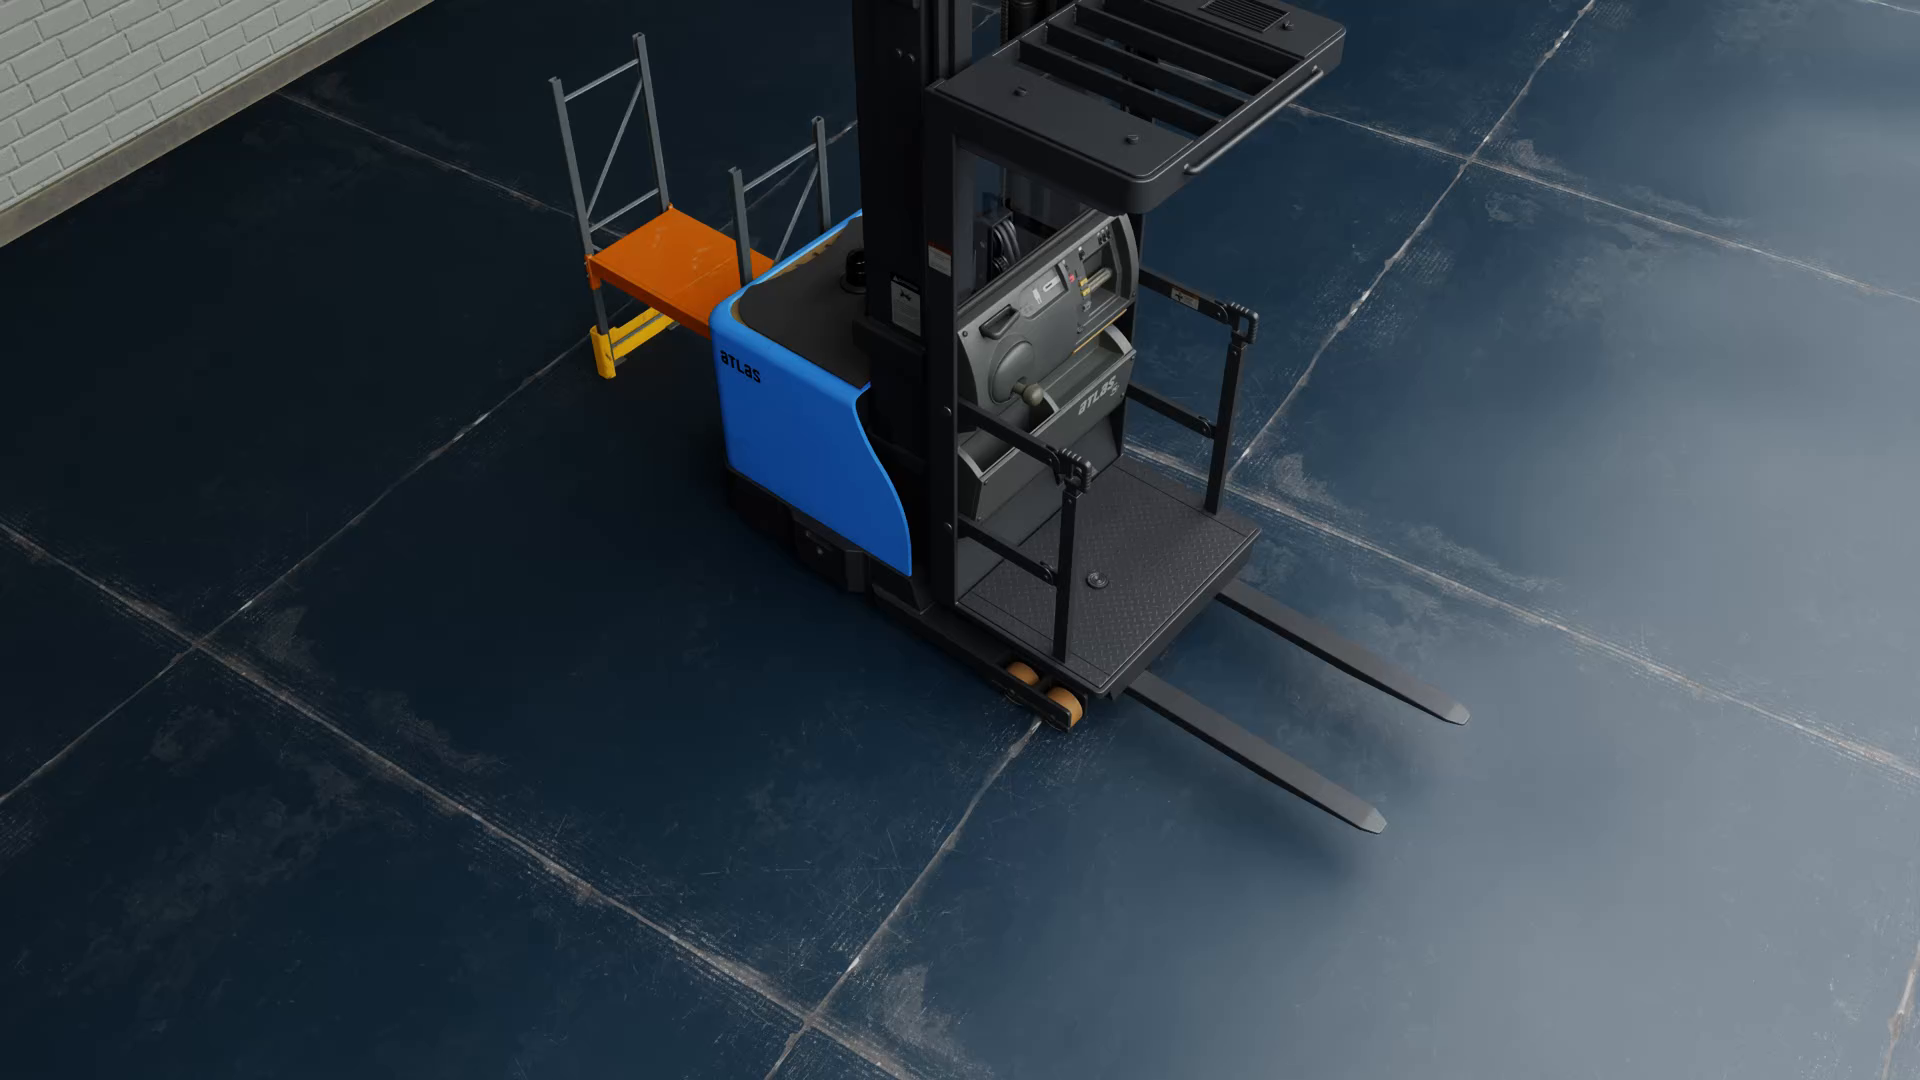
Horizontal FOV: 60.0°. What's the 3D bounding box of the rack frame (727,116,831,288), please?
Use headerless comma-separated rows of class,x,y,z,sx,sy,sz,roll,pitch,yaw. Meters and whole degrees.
rack frame,-0.701,-0.989,6.887,0.032,1.500,0.500,31,53,26

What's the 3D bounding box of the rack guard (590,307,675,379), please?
rack guard,-1.471,-1.008,7.777,0.087,0.250,0.587,31,53,26

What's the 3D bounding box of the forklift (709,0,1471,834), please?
forklift,0.480,-0.737,5.644,3.031,2.935,1.130,31,53,26

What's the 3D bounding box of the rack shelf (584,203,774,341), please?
rack shelf,-1.093,-1.095,7.241,1.000,0.185,0.538,31,53,26

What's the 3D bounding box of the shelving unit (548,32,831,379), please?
shelving unit,-1.086,-1.216,7.108,1.083,1.500,0.587,31,53,26

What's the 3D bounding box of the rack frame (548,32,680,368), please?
rack frame,-1.486,-1.452,7.337,0.032,1.500,0.500,31,53,26
